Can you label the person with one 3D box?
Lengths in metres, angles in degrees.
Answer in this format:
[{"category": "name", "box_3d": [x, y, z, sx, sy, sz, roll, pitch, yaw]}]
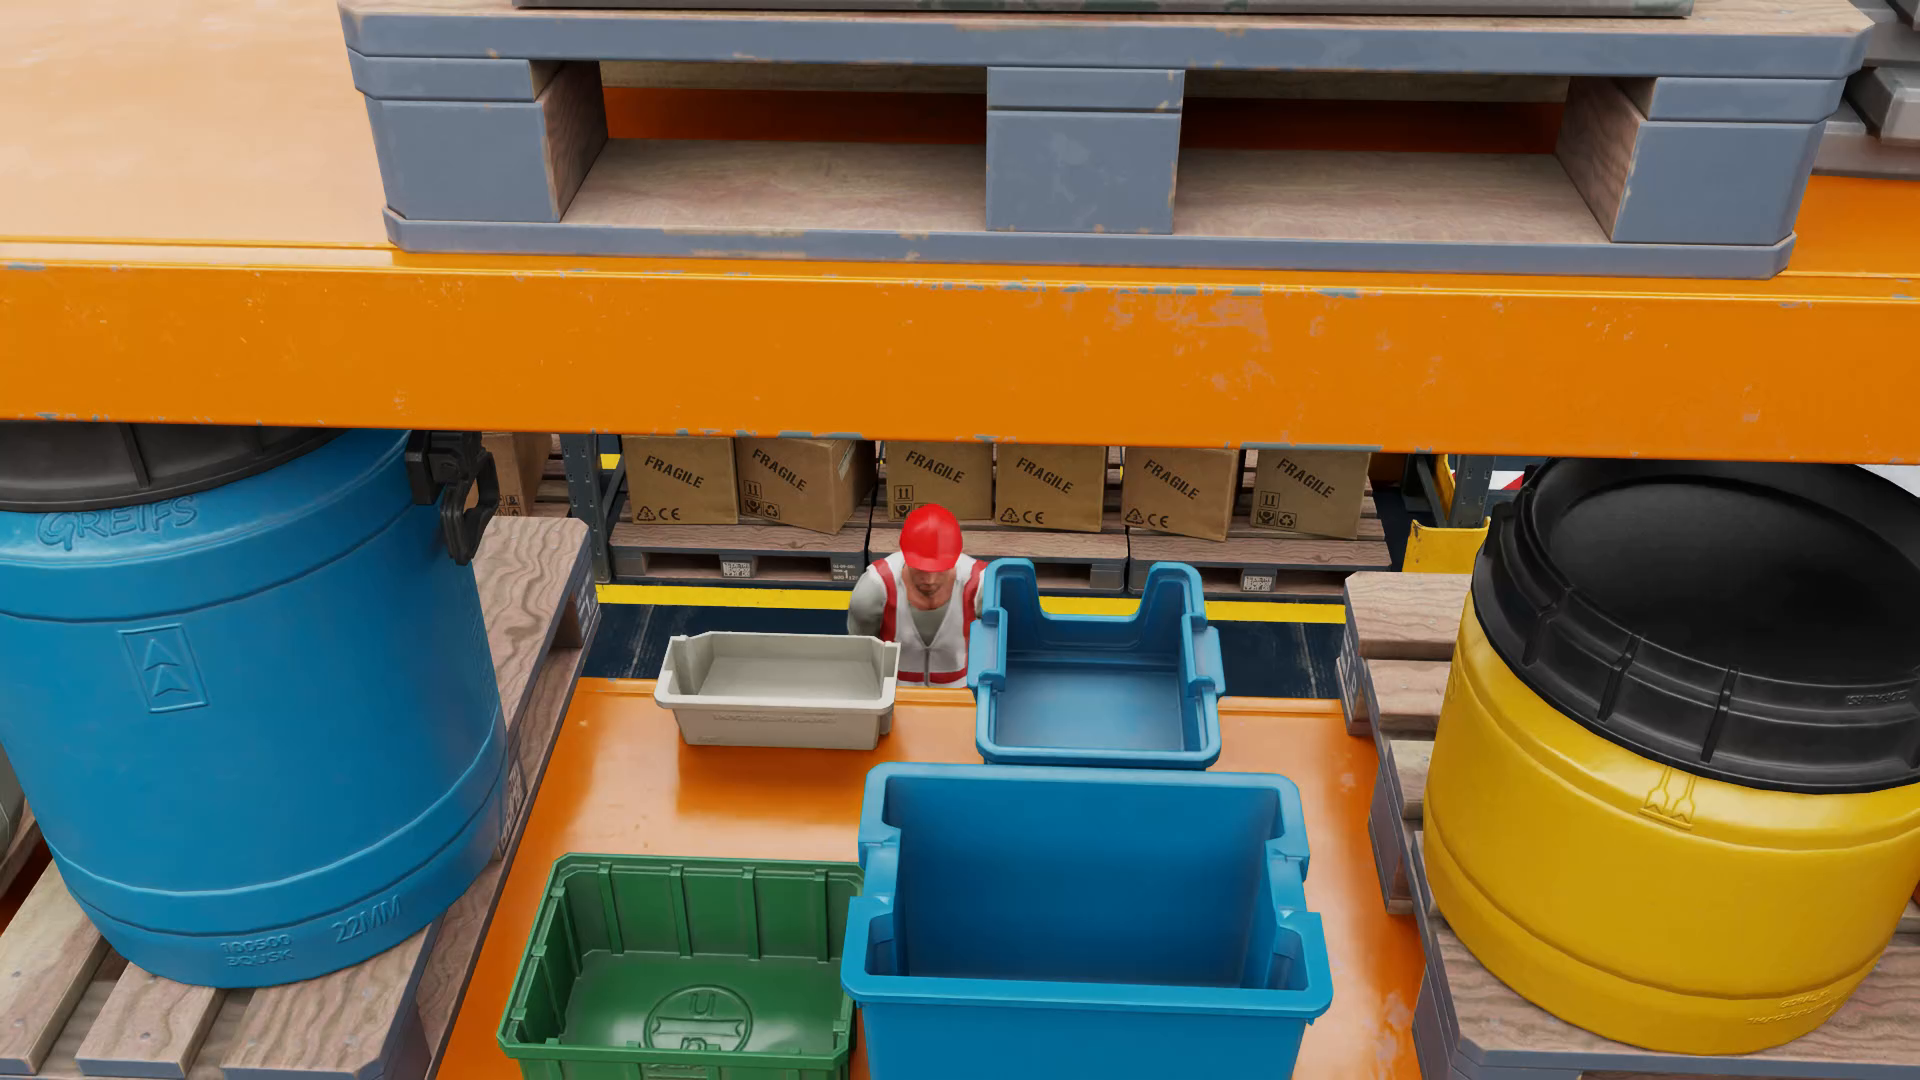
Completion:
[{"category": "person", "box_3d": [-0.113, 0.596, 5.794, 0.620, 1.779, 0.454, 1, 35, 1]}]
